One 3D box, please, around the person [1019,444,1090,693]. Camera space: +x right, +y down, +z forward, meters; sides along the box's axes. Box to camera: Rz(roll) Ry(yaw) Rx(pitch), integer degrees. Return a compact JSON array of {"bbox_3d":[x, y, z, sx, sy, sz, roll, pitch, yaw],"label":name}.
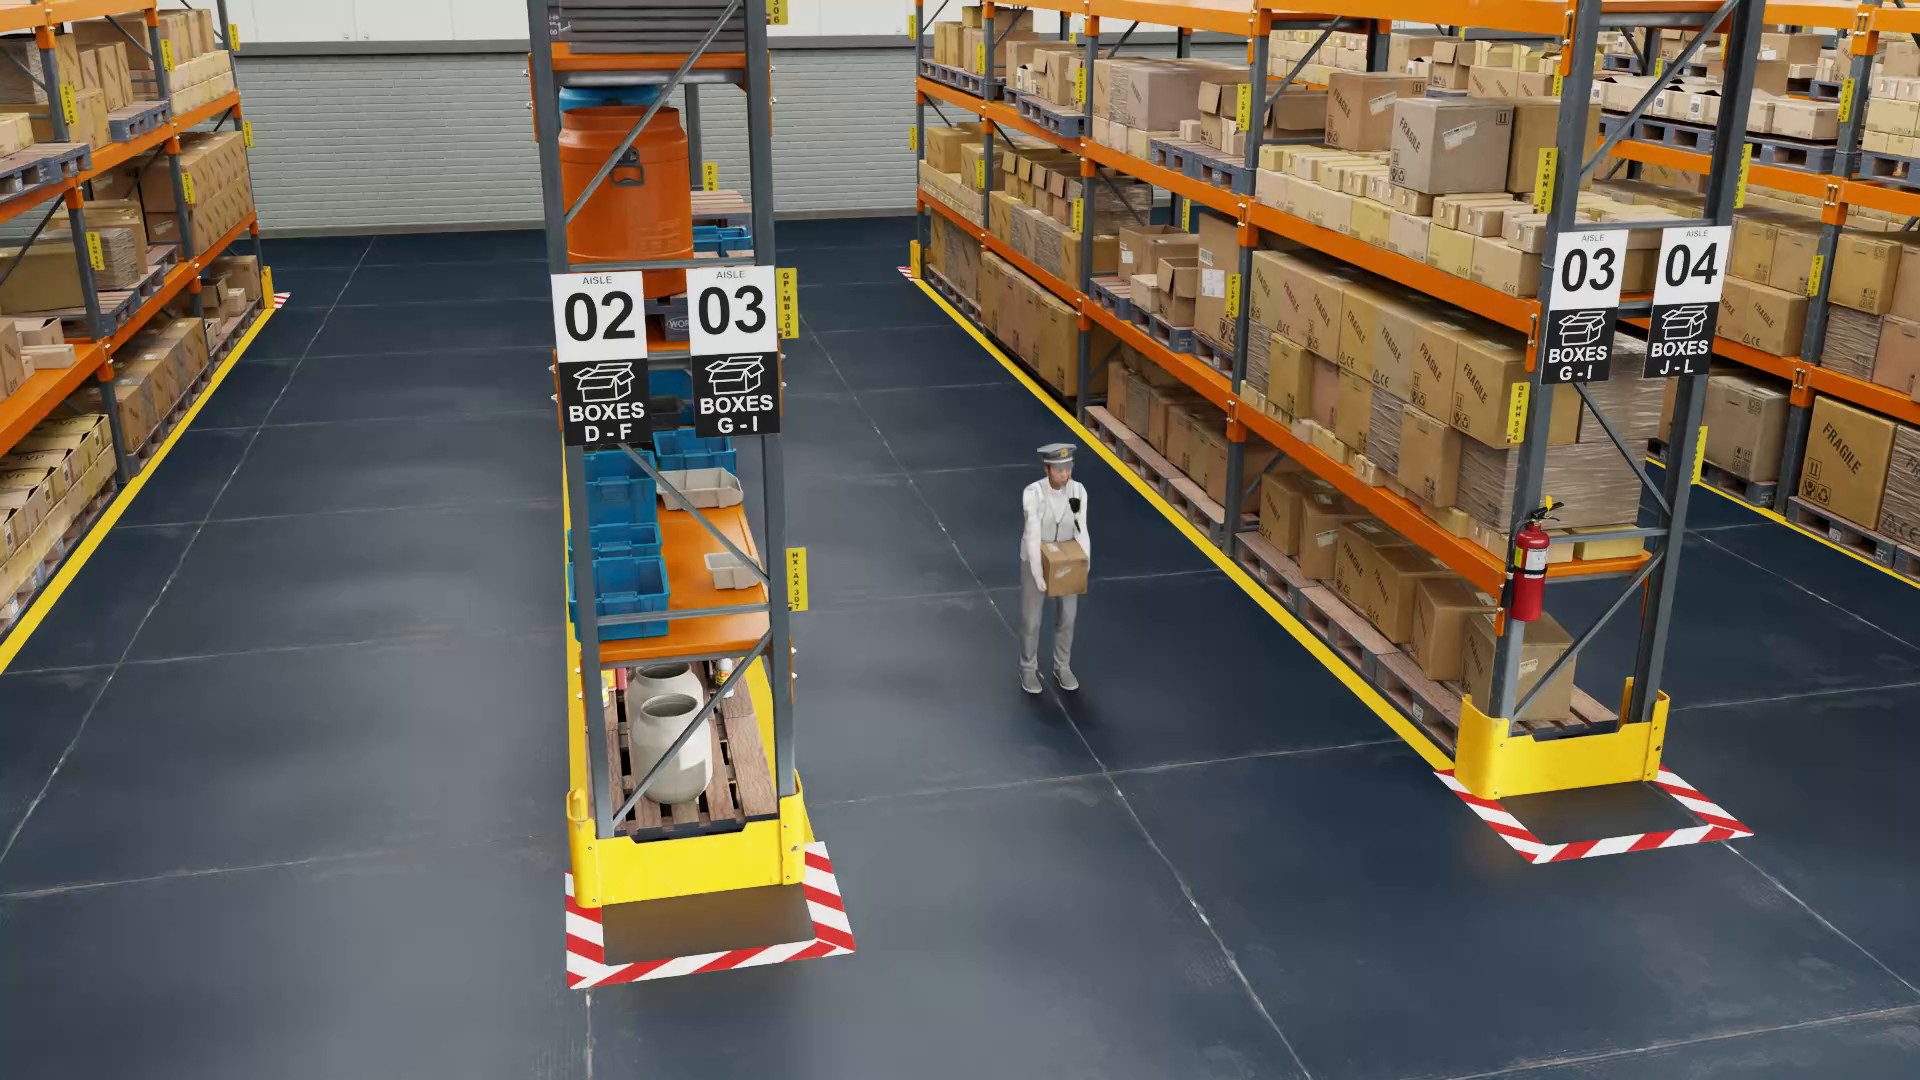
[{"bbox_3d":[0.606,0.185,10.566,0.416,1.665,0.540,-5,20,-13],"label":"person"}]
